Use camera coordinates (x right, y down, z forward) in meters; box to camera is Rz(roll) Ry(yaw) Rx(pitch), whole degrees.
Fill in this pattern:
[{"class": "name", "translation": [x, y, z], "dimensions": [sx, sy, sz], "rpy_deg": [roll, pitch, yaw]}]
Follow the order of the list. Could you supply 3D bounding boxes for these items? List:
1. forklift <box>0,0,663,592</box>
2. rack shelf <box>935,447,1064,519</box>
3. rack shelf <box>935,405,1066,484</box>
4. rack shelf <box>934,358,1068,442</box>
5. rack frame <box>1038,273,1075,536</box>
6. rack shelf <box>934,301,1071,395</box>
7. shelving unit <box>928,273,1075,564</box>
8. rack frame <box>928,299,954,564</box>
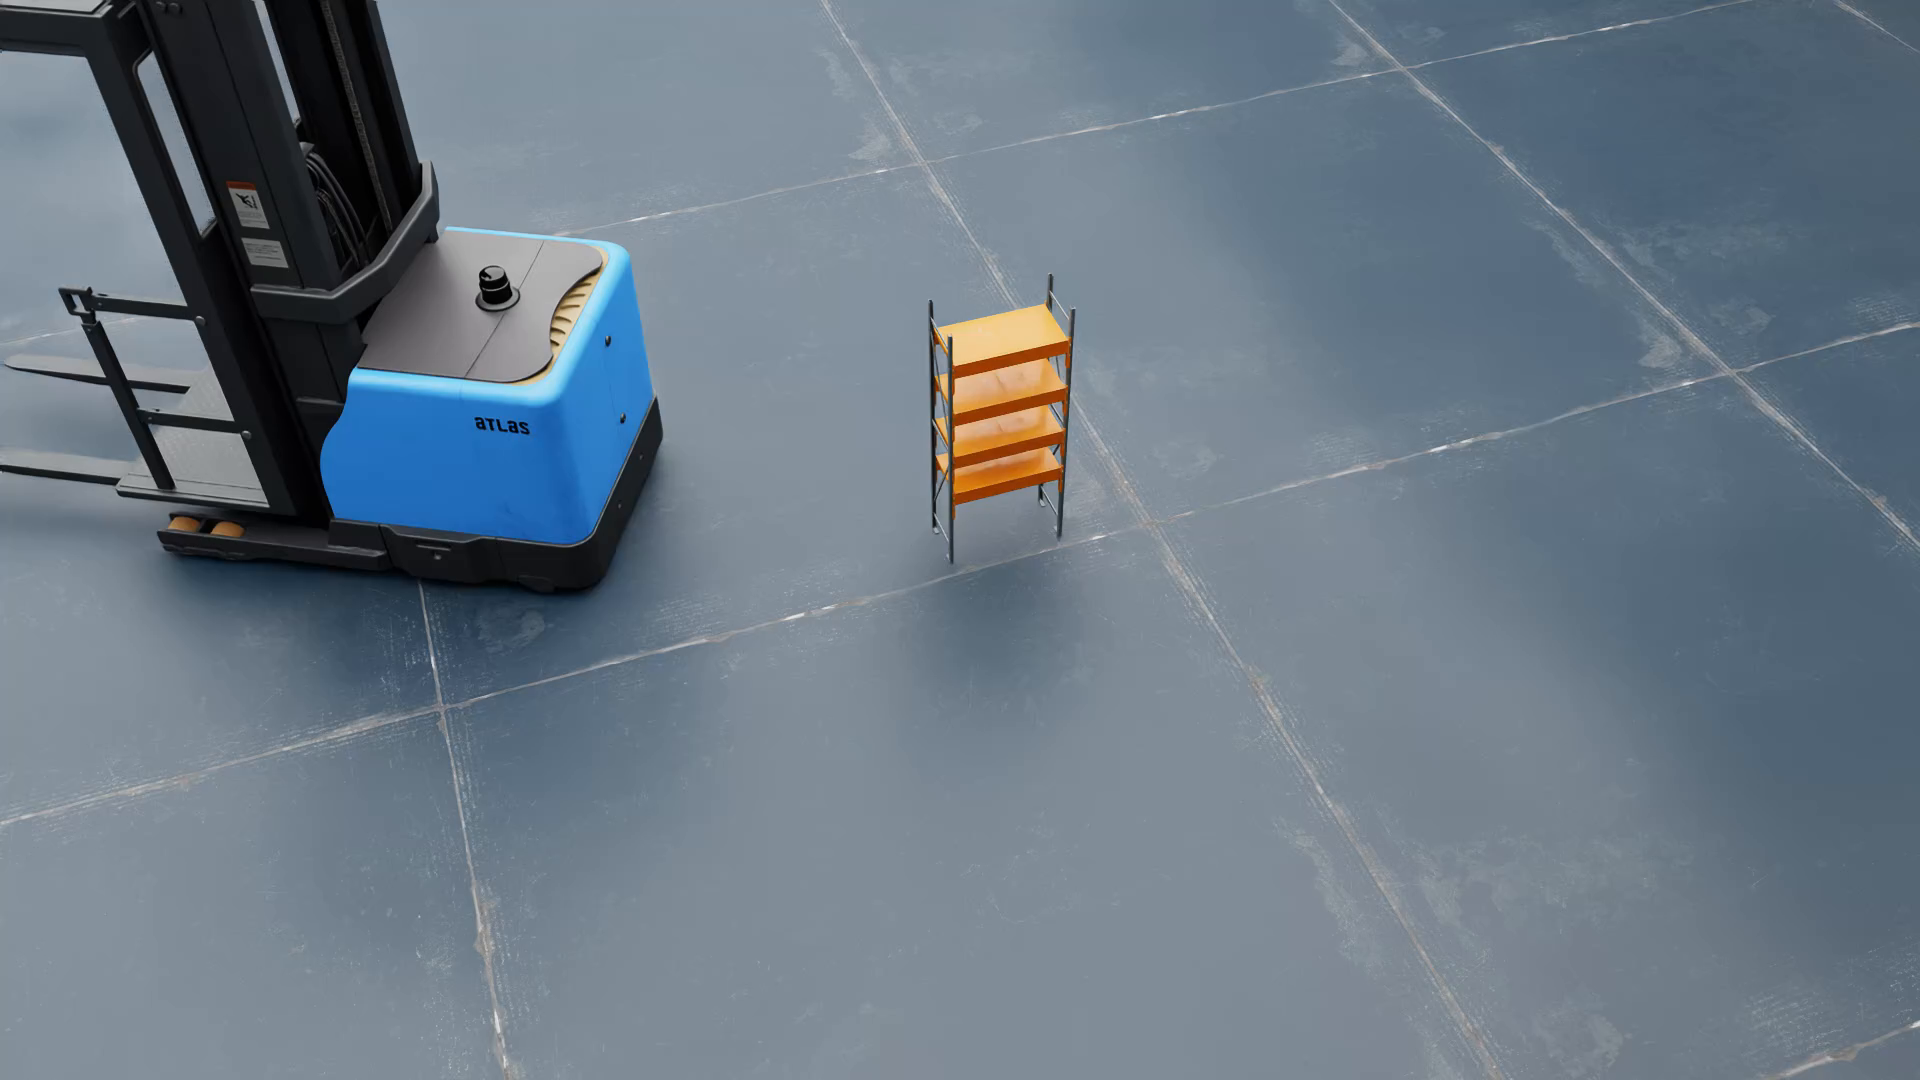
[{"class": "forklift", "translation": [-2.887, -1.313, 6.298], "dimensions": [3.031, 2.935, 1.130], "rpy_deg": [6, 45, 6]}, {"class": "rack shelf", "translation": [0.156, -0.276, 6.862], "dimensions": [0.480, 0.148, 0.258], "rpy_deg": [-14, 47, -14]}, {"class": "rack shelf", "translation": [0.156, -0.416, 6.722], "dimensions": [0.480, 0.148, 0.258], "rpy_deg": [-14, 47, -14]}, {"class": "rack shelf", "translation": [0.156, -0.574, 6.563], "dimensions": [0.480, 0.148, 0.258], "rpy_deg": [-14, 47, -14]}, {"class": "rack frame", "translation": [0.385, -0.522, 6.732], "dimensions": [0.015, 1.200, 0.240], "rpy_deg": [-14, 47, -14]}, {"class": "rack shelf", "translation": [0.156, -0.741, 6.396], "dimensions": [0.480, 0.148, 0.258], "rpy_deg": [-14, 47, -14]}, {"class": "shelving unit", "translation": [0.156, -0.463, 6.674], "dimensions": [0.503, 1.200, 0.258], "rpy_deg": [-14, 47, -14]}, {"class": "rack frame", "translation": [-0.074, -0.405, 6.616], "dimensions": [0.015, 1.200, 0.240], "rpy_deg": [-14, 47, -14]}]
